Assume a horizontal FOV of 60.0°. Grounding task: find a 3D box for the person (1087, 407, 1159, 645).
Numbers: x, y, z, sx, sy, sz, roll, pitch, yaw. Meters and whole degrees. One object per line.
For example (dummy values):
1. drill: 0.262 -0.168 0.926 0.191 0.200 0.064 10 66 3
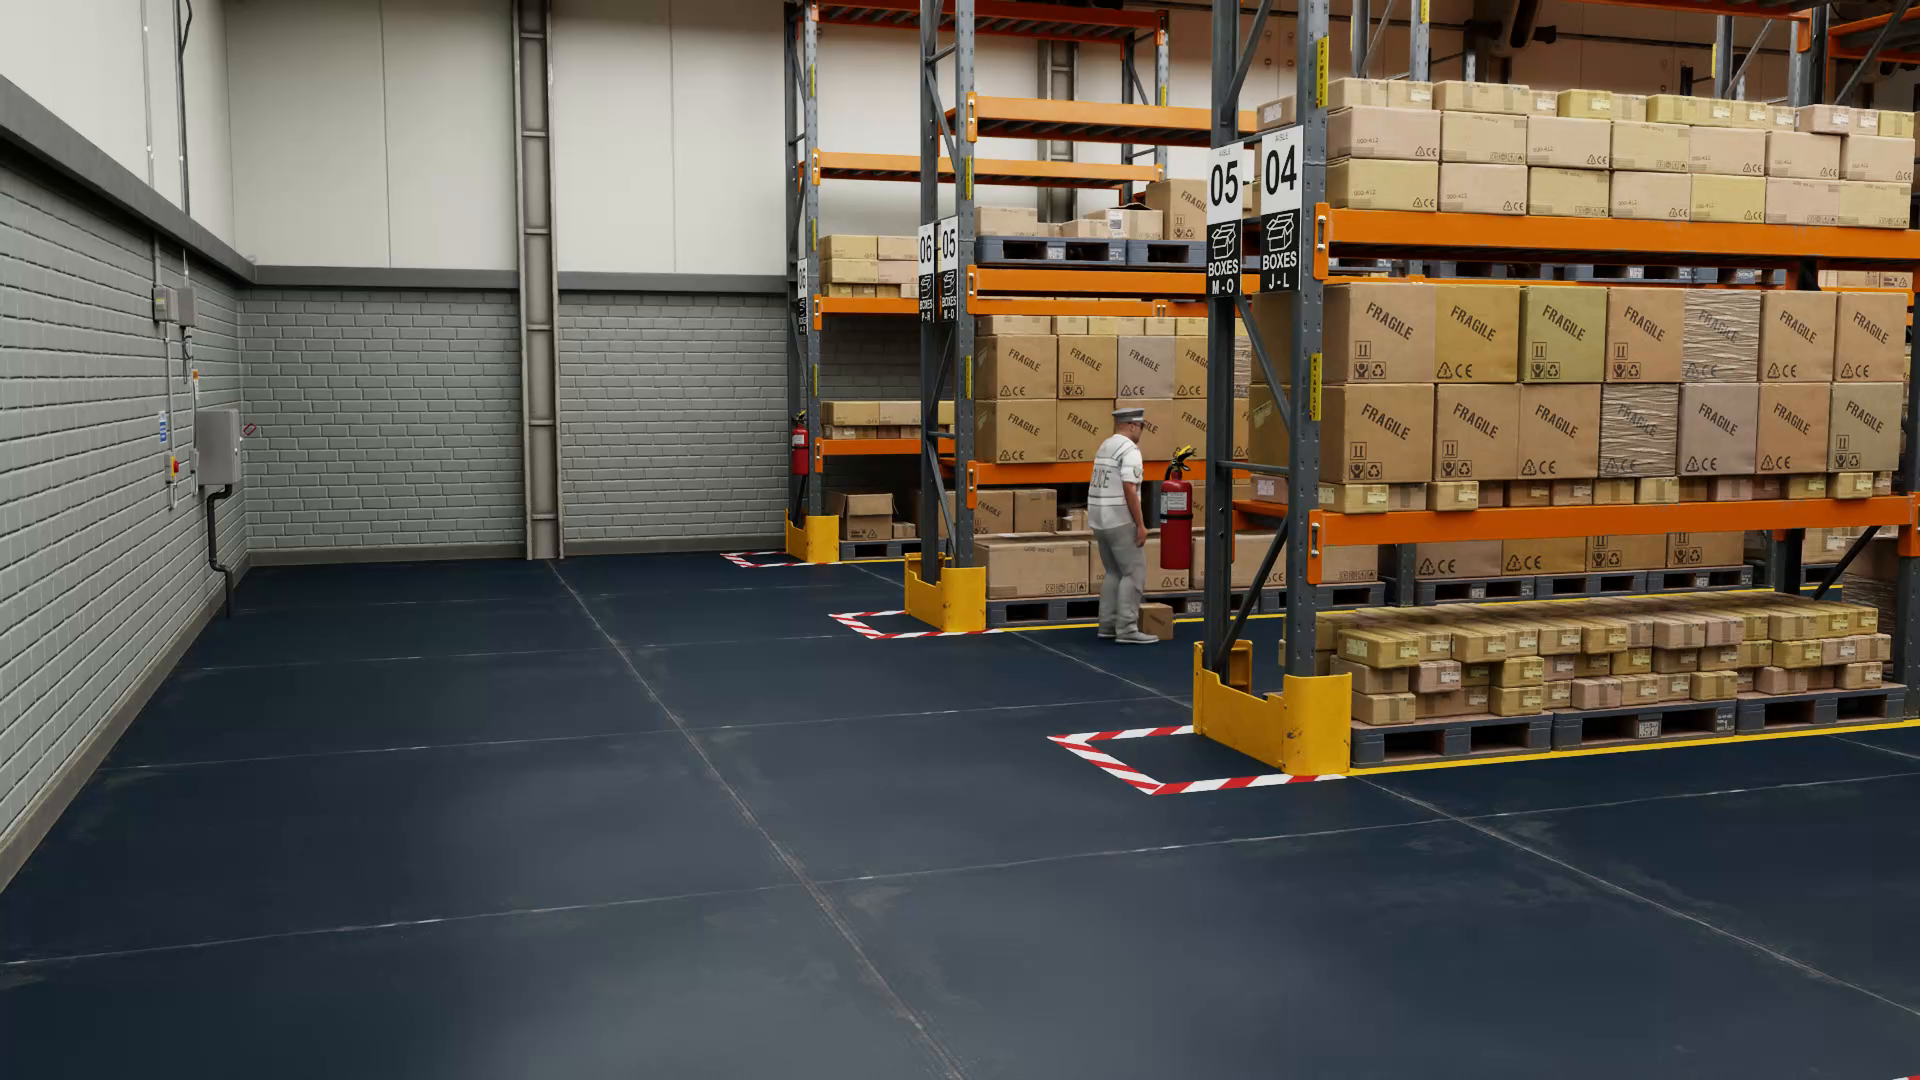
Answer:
1. person: 1.192 -0.115 12.437 0.437 1.747 0.582 -2 6 -21
